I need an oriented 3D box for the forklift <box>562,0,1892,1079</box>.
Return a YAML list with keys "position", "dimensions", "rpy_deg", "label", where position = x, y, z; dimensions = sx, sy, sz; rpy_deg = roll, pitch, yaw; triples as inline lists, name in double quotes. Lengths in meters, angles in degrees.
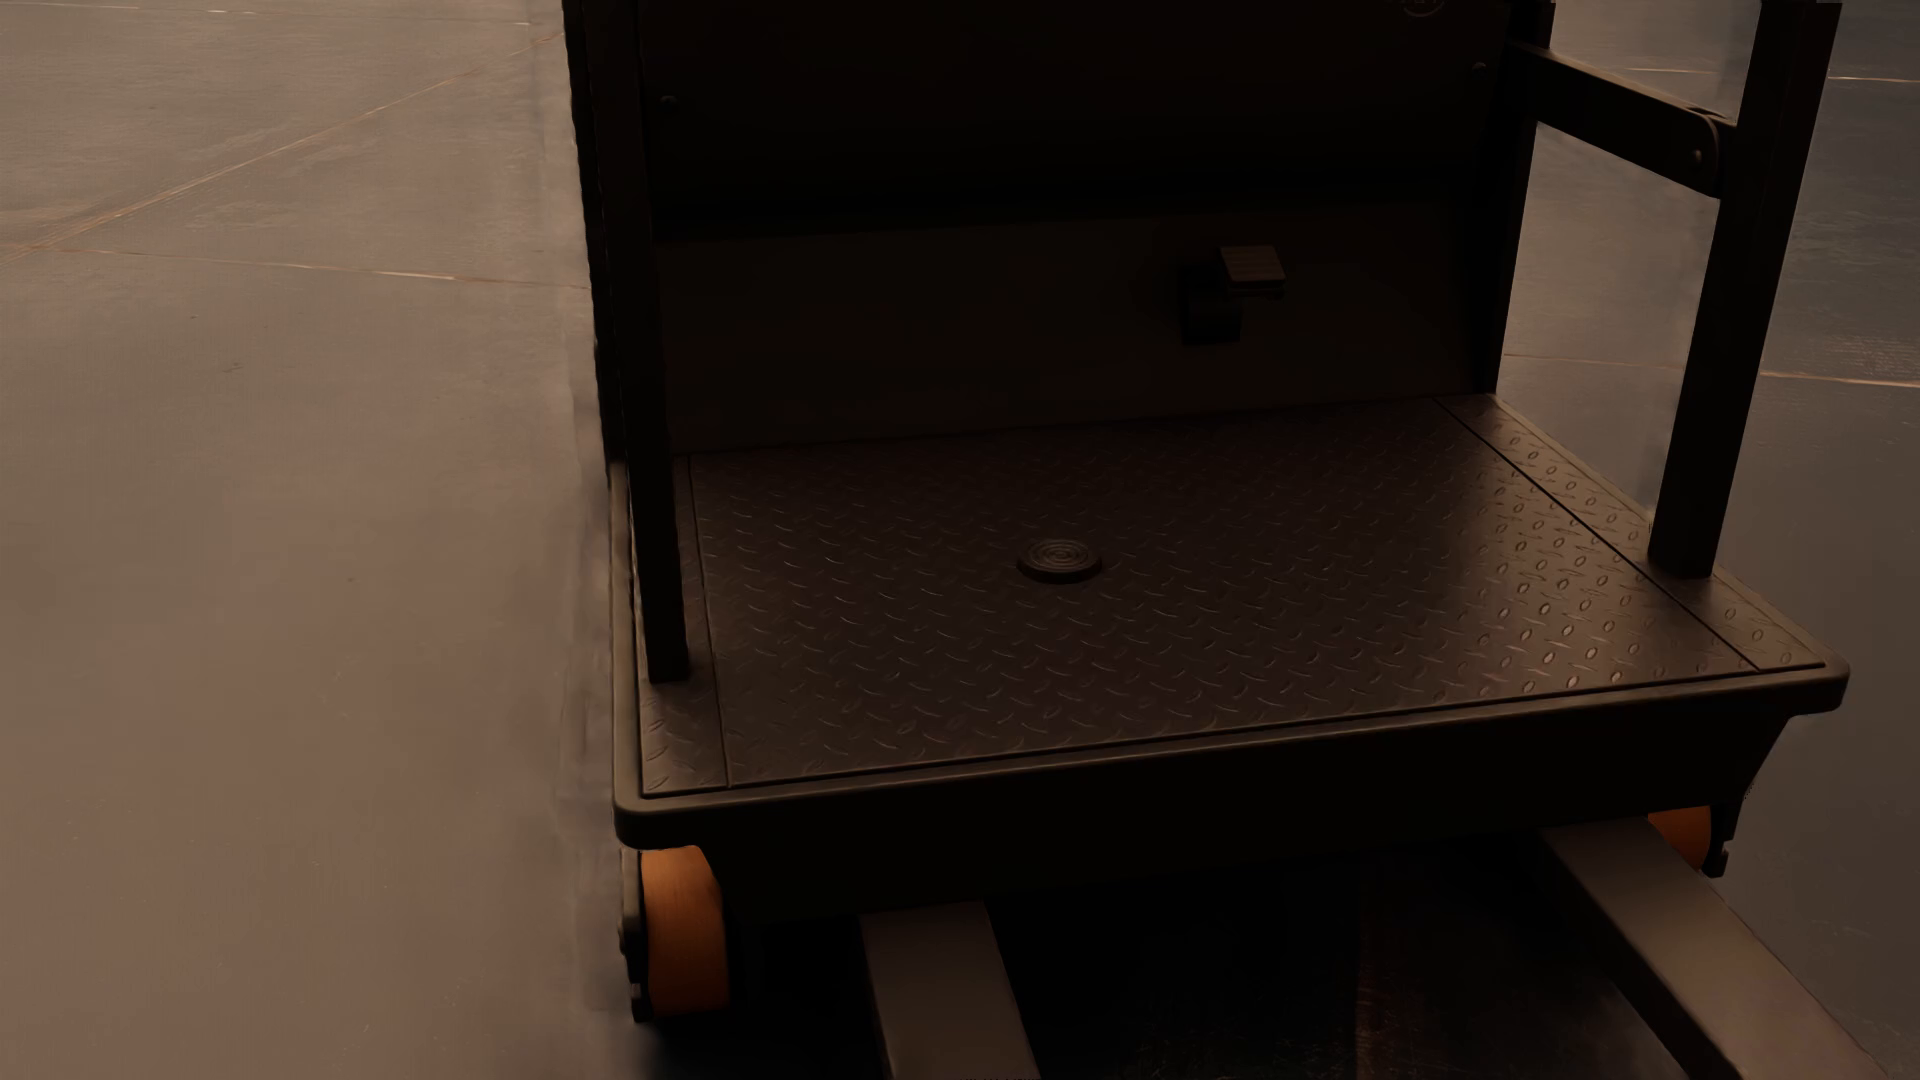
- position: [0.174, -1.034, 1.295]
  dimensions: [1.130, 2.935, 3.031]
  rpy_deg: [-5, 27, -10]
  label: "forklift"
